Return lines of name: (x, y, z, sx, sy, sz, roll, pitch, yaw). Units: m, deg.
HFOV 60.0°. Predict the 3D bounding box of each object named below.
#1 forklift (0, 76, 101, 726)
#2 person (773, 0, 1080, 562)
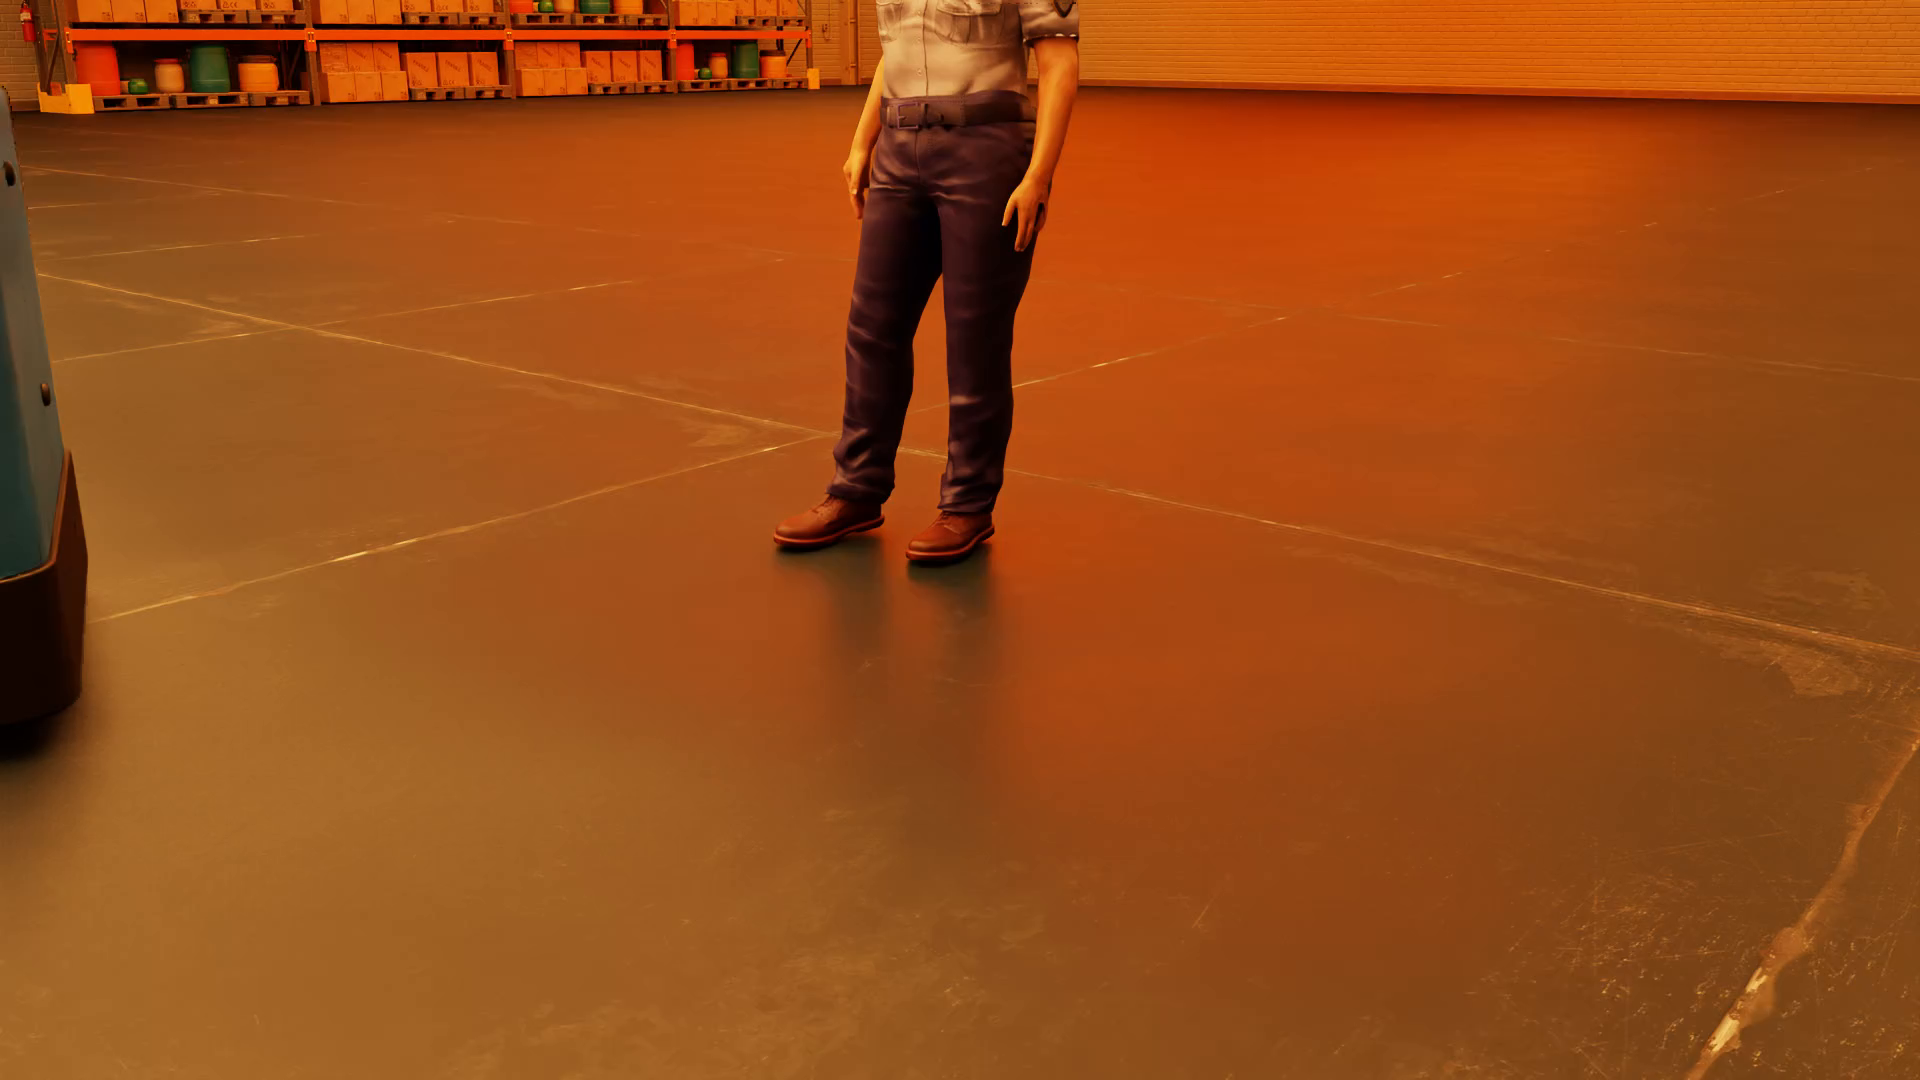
forklift: (-3.028, -0.995, 2.175, 3.031, 2.935, 1.130, -8, 19, -24)
person: (-0.074, -0.780, 3.648, 0.599, 1.650, 0.503, 13, 21, 37)
